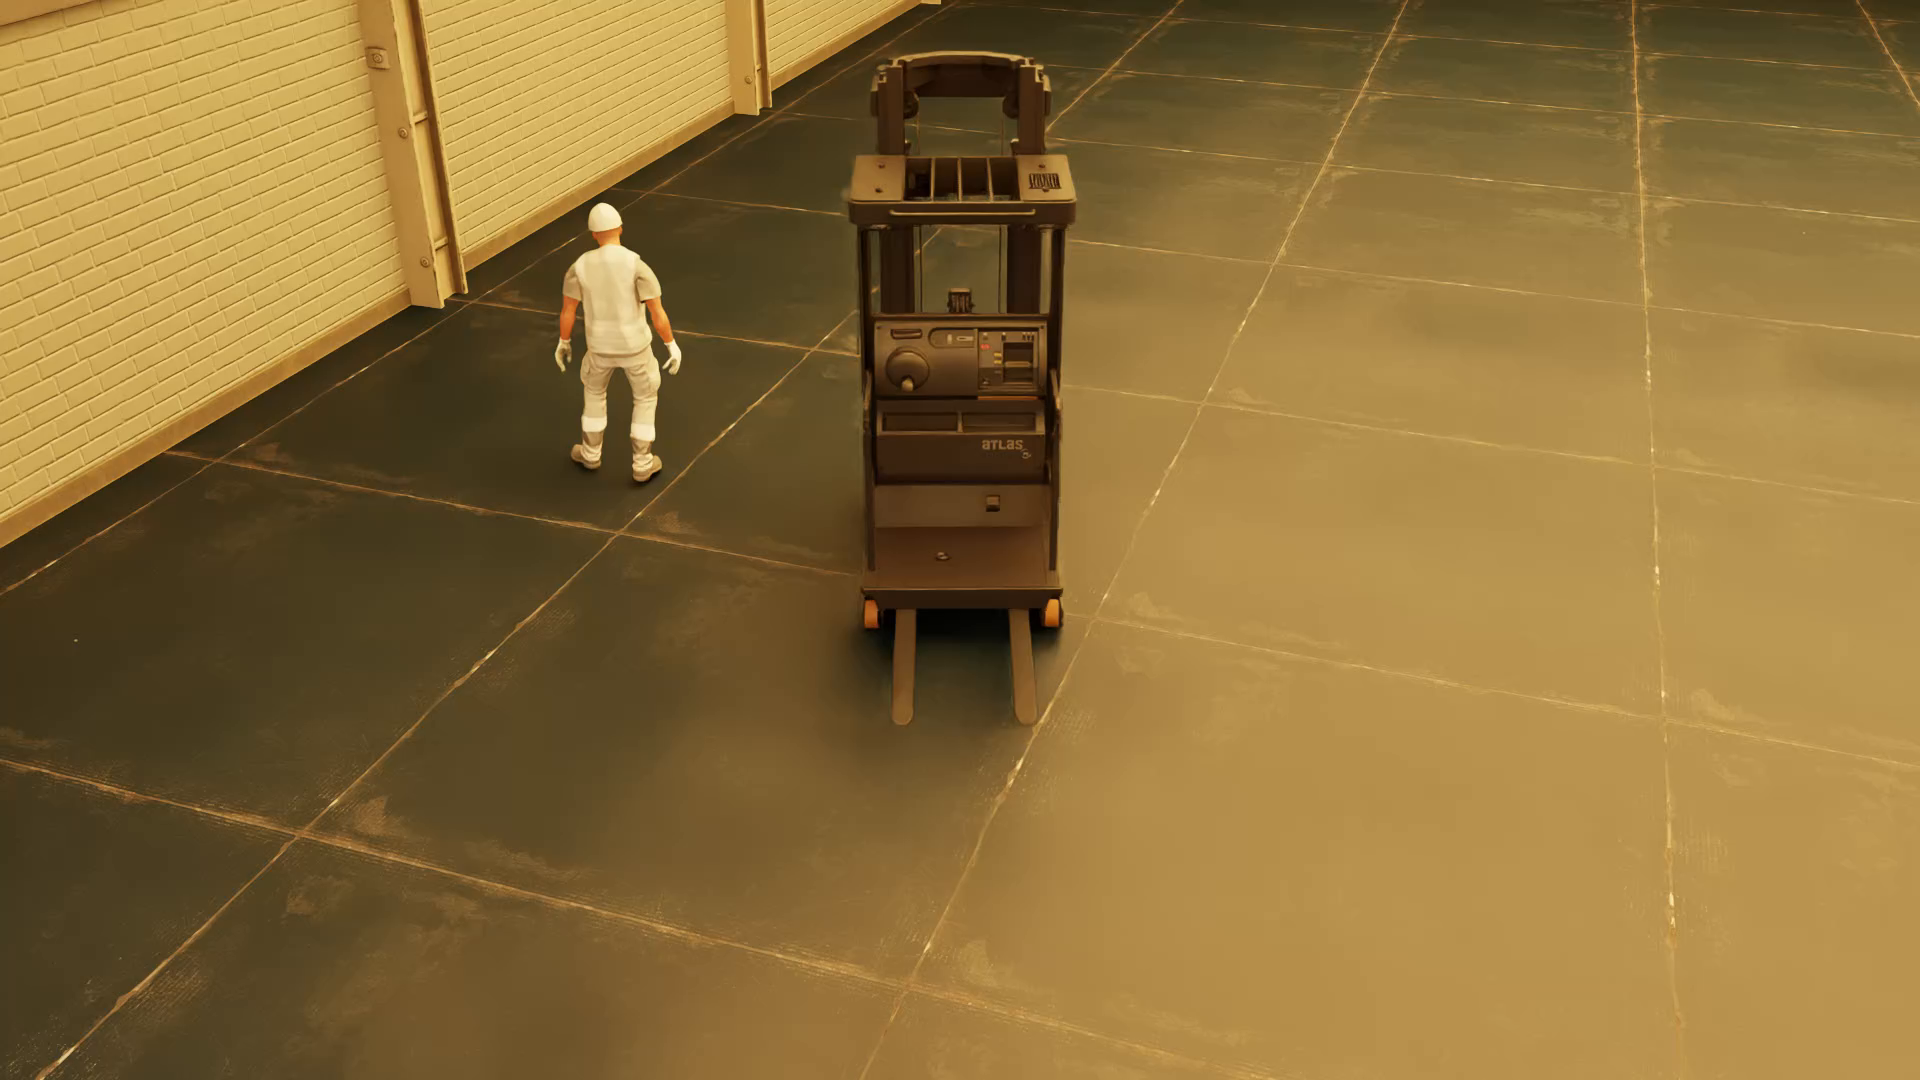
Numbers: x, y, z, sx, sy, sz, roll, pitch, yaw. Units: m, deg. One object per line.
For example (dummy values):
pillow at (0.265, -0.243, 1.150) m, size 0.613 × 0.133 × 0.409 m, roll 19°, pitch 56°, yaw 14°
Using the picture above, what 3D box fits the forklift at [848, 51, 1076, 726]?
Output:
forklift at (0.008, -0.935, 8.776) m, size 1.130 × 2.935 × 3.031 m, roll 0°, pitch 30°, yaw 0°

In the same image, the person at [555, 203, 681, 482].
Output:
person at (-2.148, -1.242, 10.440) m, size 0.866 × 1.745 × 0.442 m, roll 3°, pitch 30°, yaw 6°
